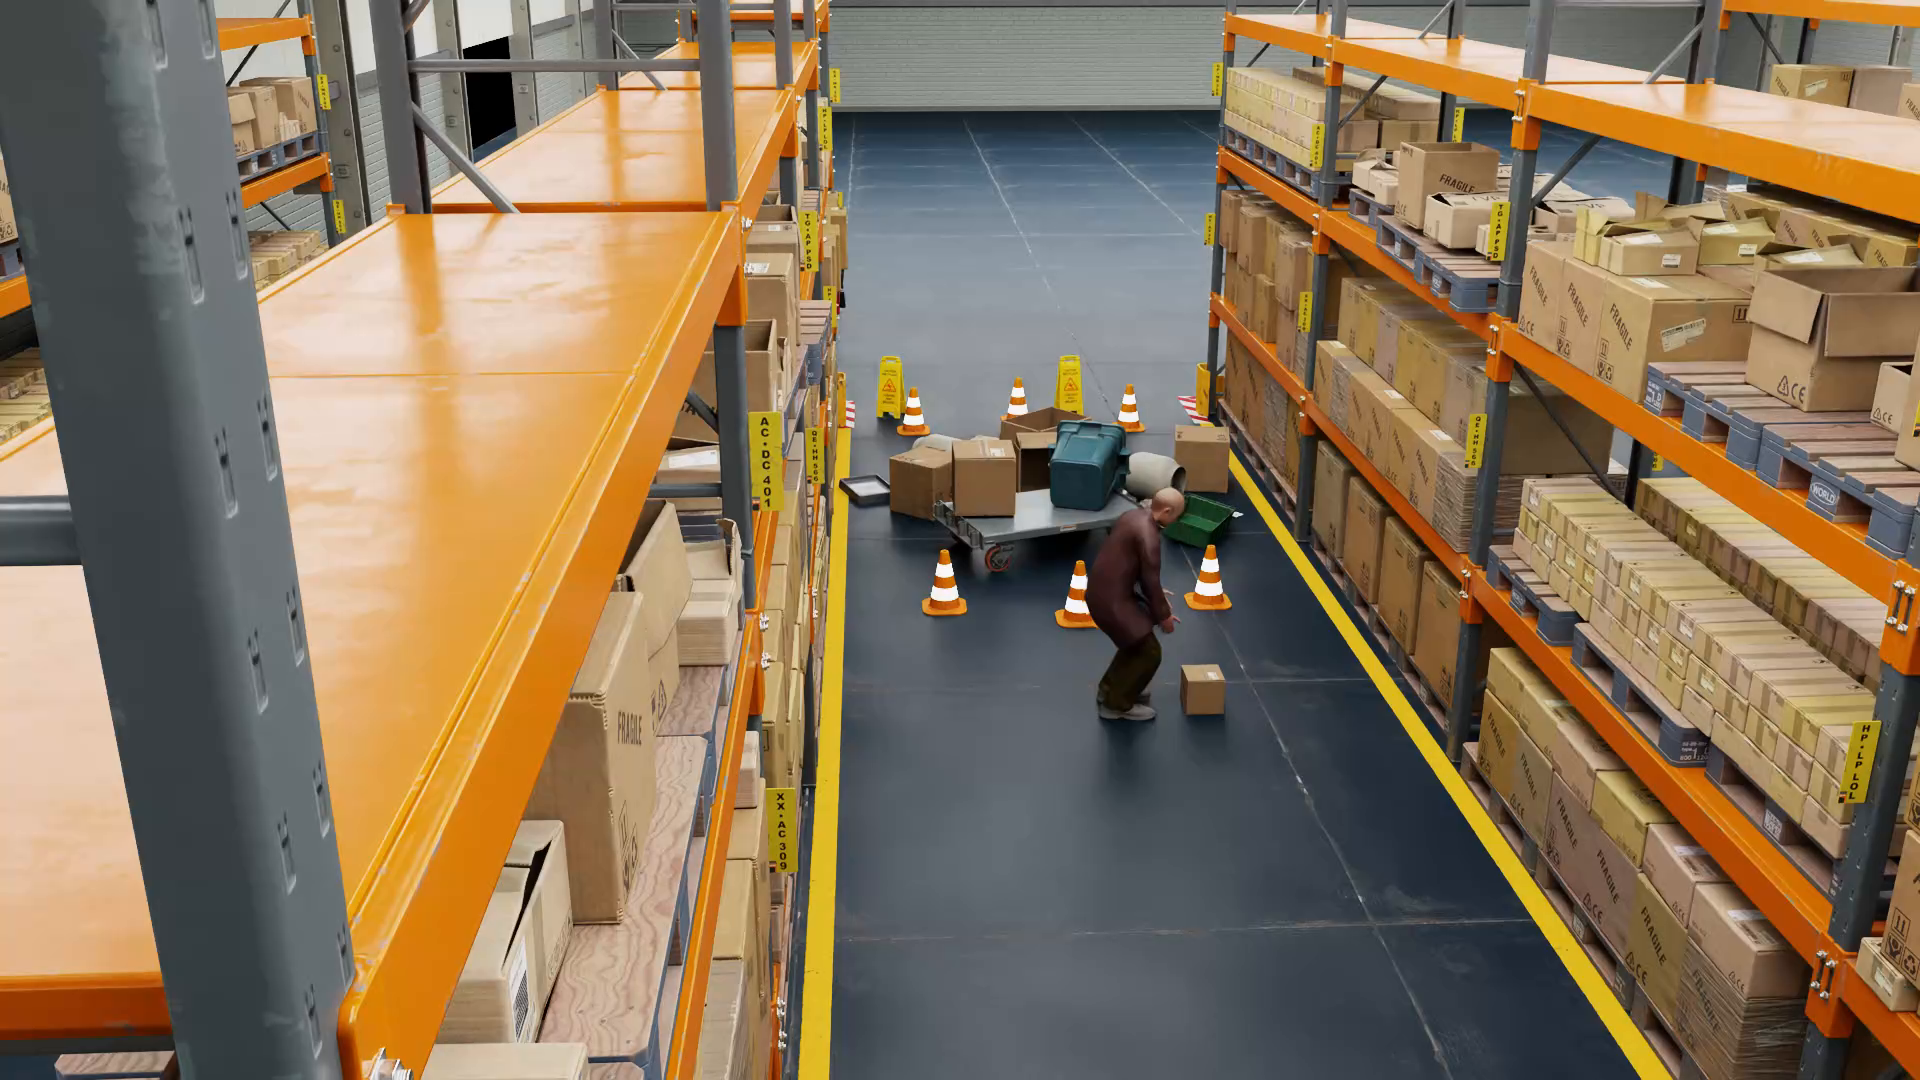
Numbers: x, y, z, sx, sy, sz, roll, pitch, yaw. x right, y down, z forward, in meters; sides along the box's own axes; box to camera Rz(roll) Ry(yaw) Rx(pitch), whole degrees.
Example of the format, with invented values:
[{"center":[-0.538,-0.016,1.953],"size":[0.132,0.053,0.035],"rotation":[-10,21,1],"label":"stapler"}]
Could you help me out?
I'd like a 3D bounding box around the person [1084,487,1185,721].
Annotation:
[{"center":[1.128,0.398,10.877],"size":[0.636,1.531,0.627],"rotation":[-1,20,-3],"label":"person"}]
